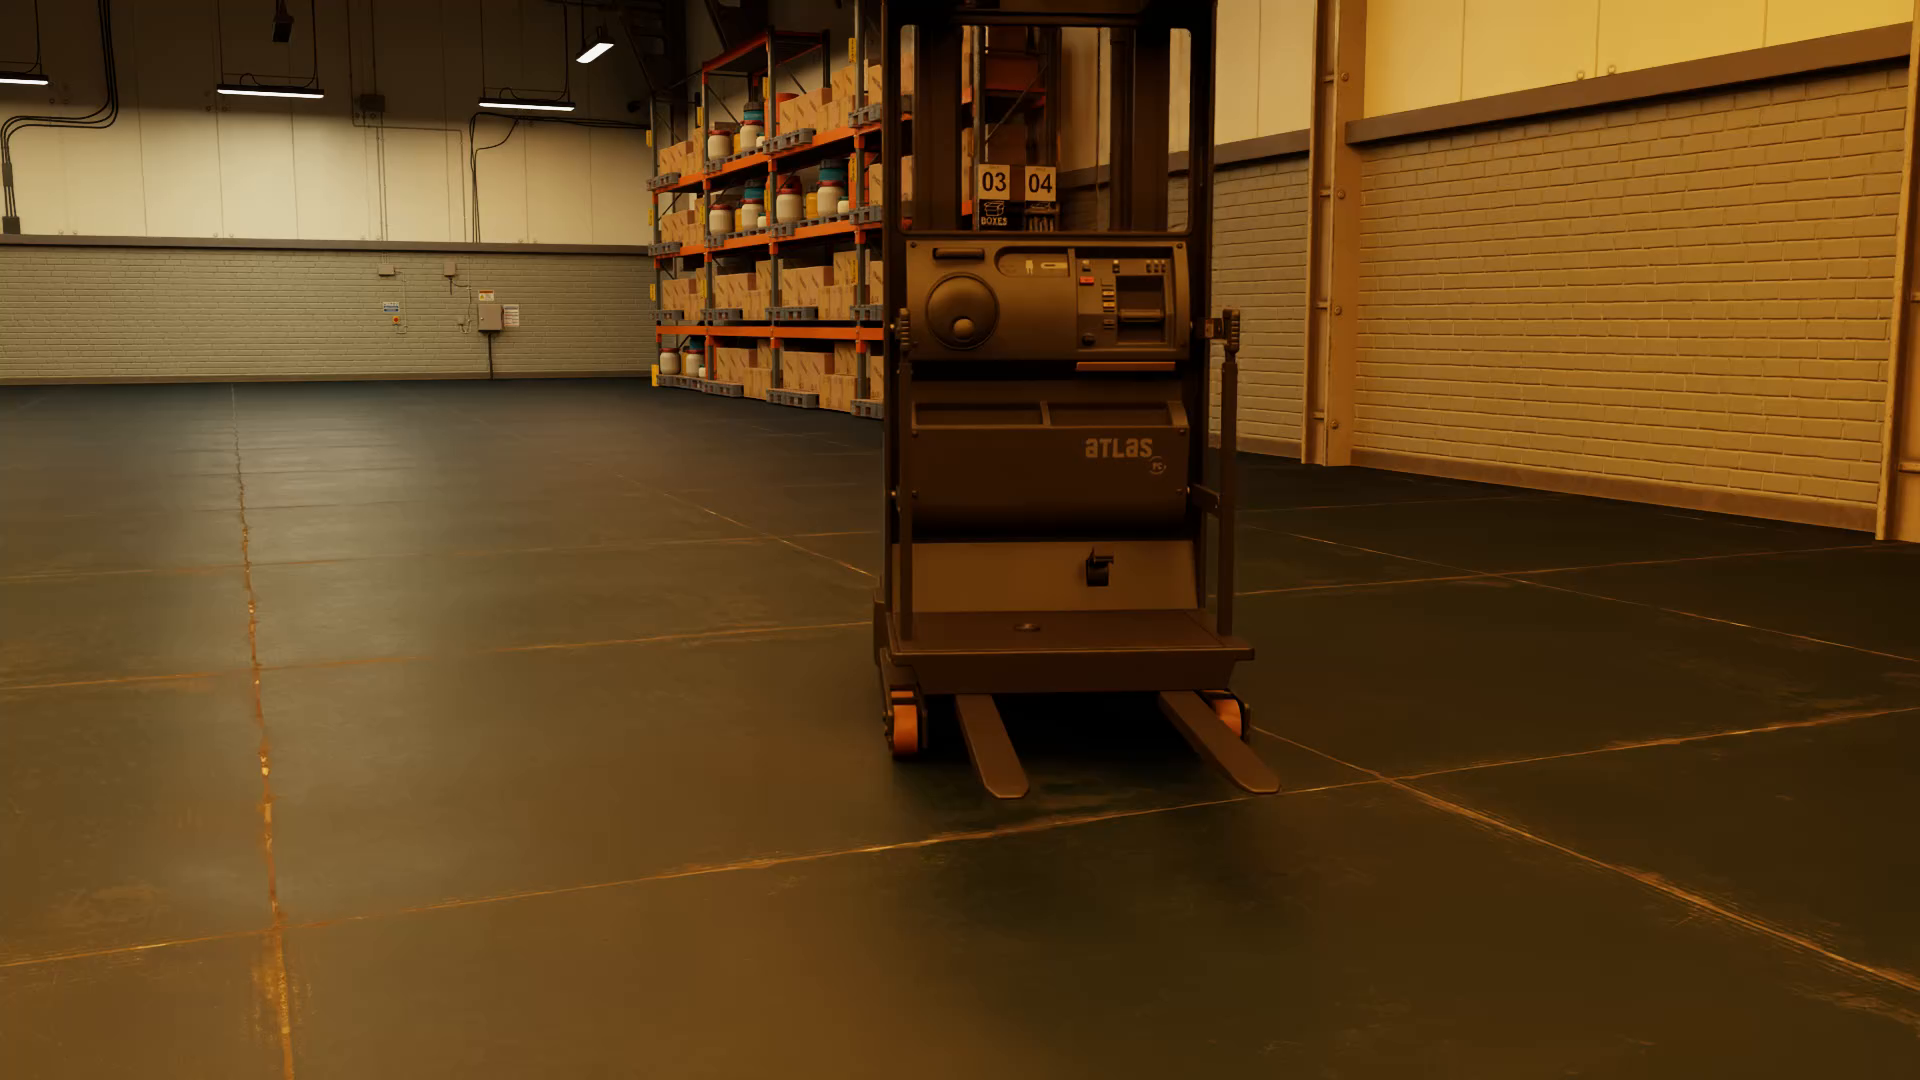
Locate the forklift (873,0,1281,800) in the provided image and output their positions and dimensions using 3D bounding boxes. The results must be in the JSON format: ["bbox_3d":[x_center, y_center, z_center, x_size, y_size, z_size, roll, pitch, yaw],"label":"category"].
[{"bbox_3d":[0.307,-0.831,5.243,1.130,2.935,3.031,-1,8,-4],"label":"forklift"}]
